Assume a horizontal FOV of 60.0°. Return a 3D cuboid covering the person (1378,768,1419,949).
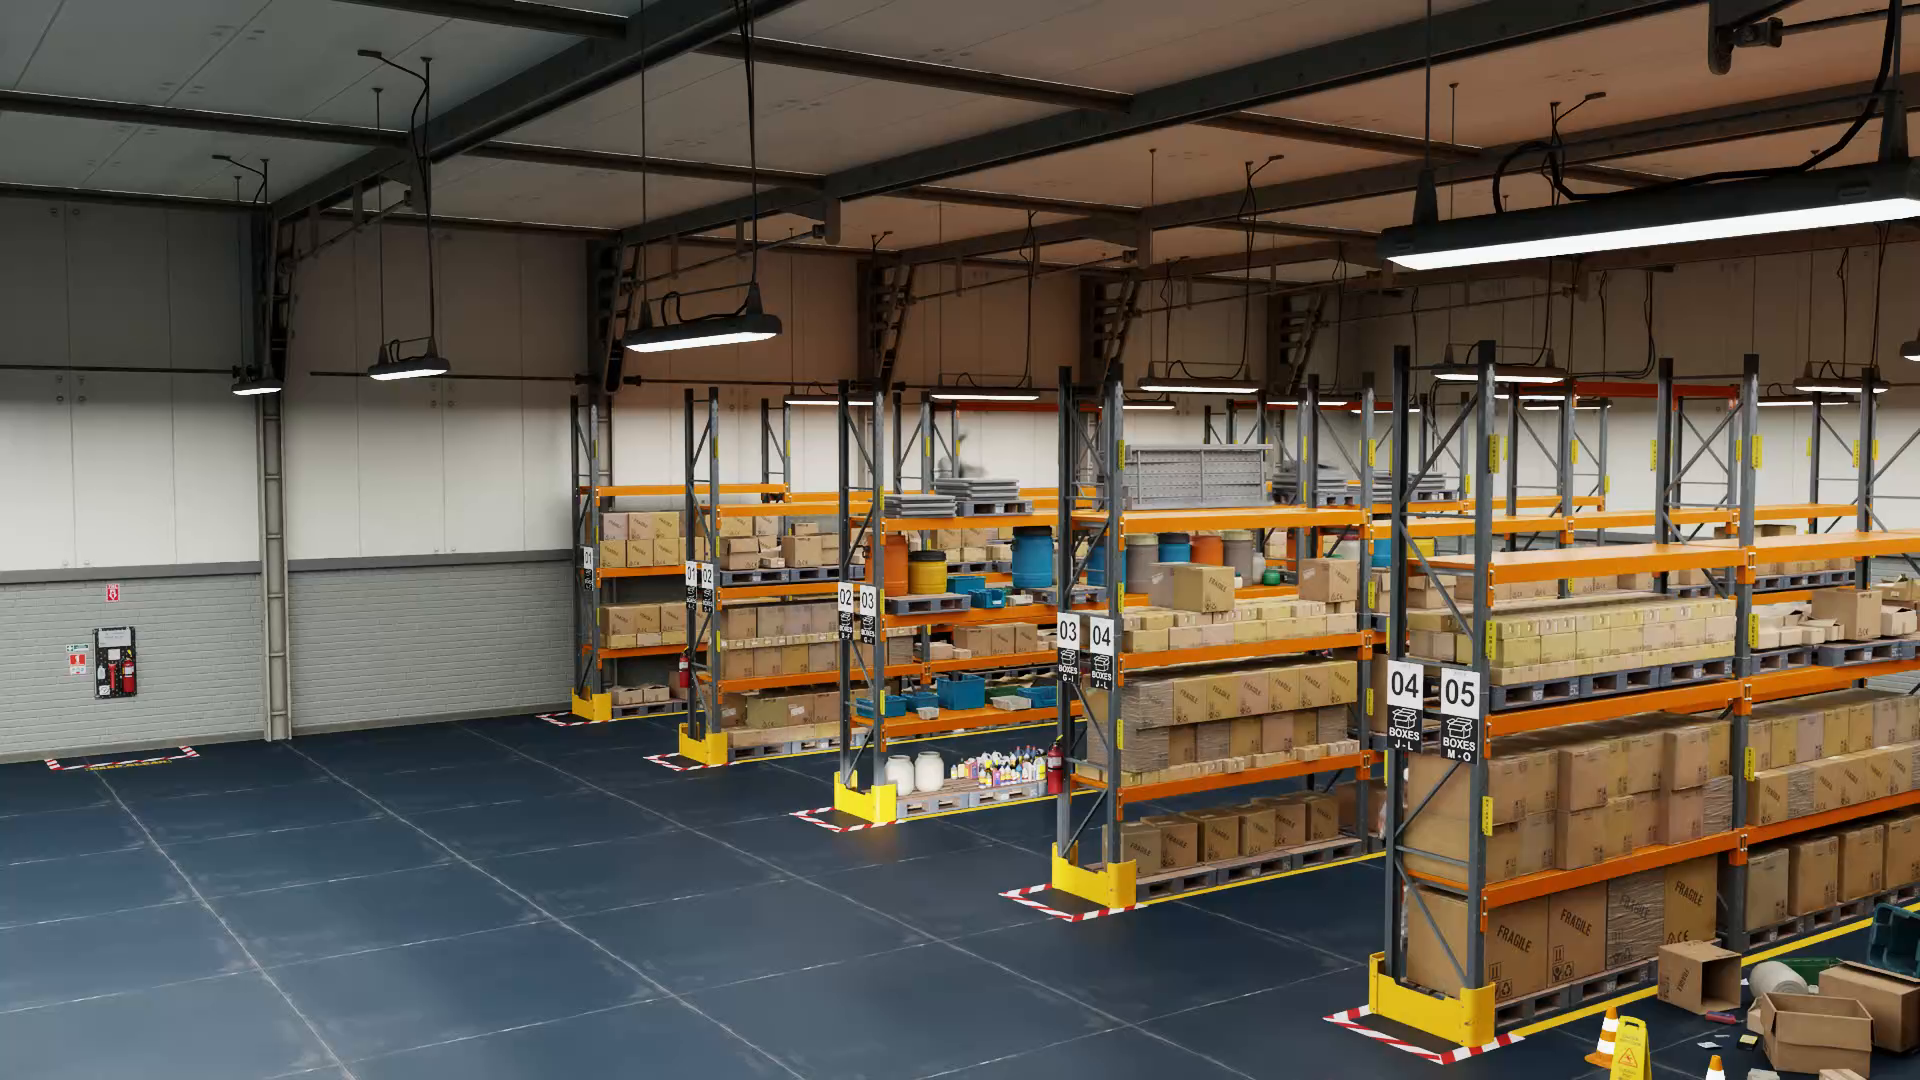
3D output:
[{"bbox_3d":[4.607,3.239,17.059,0.864,1.819,0.706,-3,5,-42],"label":"person"}]
